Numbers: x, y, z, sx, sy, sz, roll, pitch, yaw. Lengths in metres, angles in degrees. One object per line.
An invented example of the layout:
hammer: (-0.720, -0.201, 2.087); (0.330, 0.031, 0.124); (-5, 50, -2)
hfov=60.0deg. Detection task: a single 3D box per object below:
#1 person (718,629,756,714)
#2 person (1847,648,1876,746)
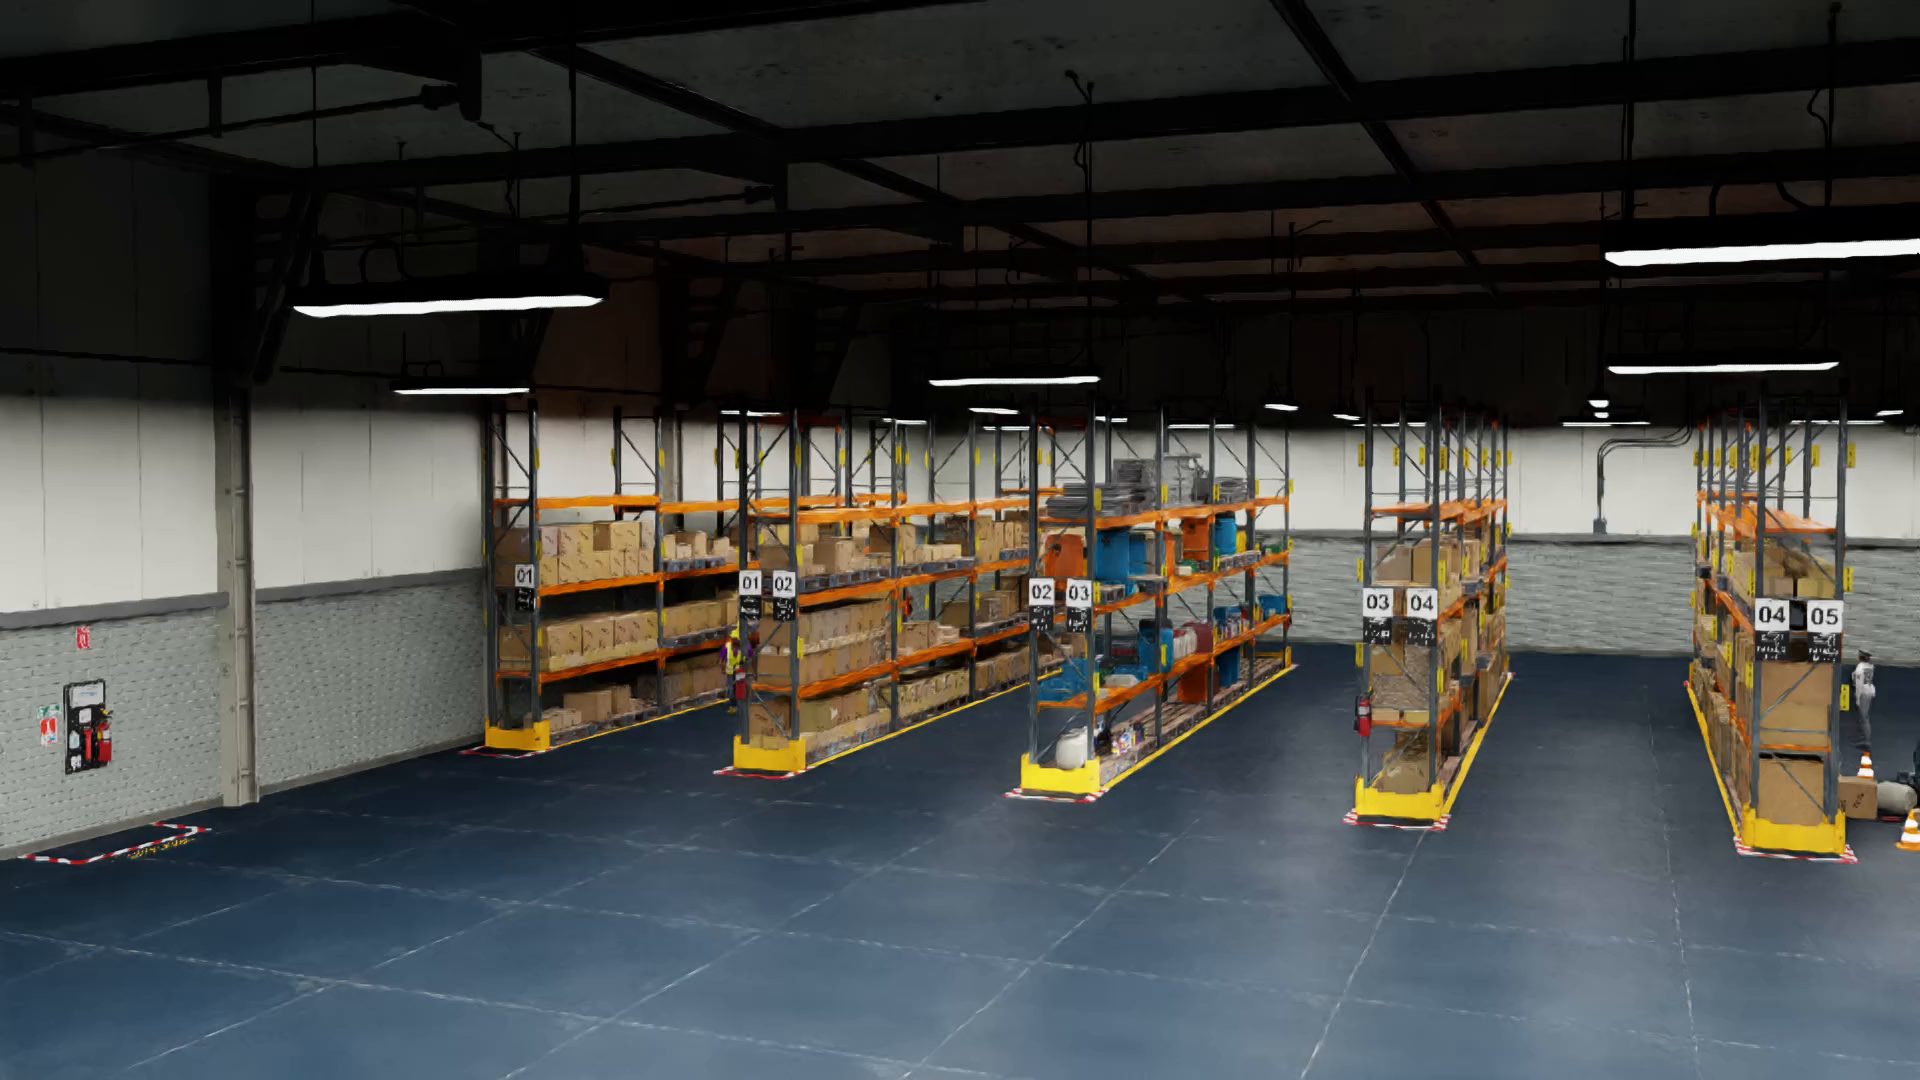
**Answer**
person: (-4.303, 2.561, 32.153); (0.708, 1.702, 0.843); (0, 3, 5)
person: (15.688, 2.725, 28.965); (0.524, 1.677, 0.463); (-2, 4, -39)
